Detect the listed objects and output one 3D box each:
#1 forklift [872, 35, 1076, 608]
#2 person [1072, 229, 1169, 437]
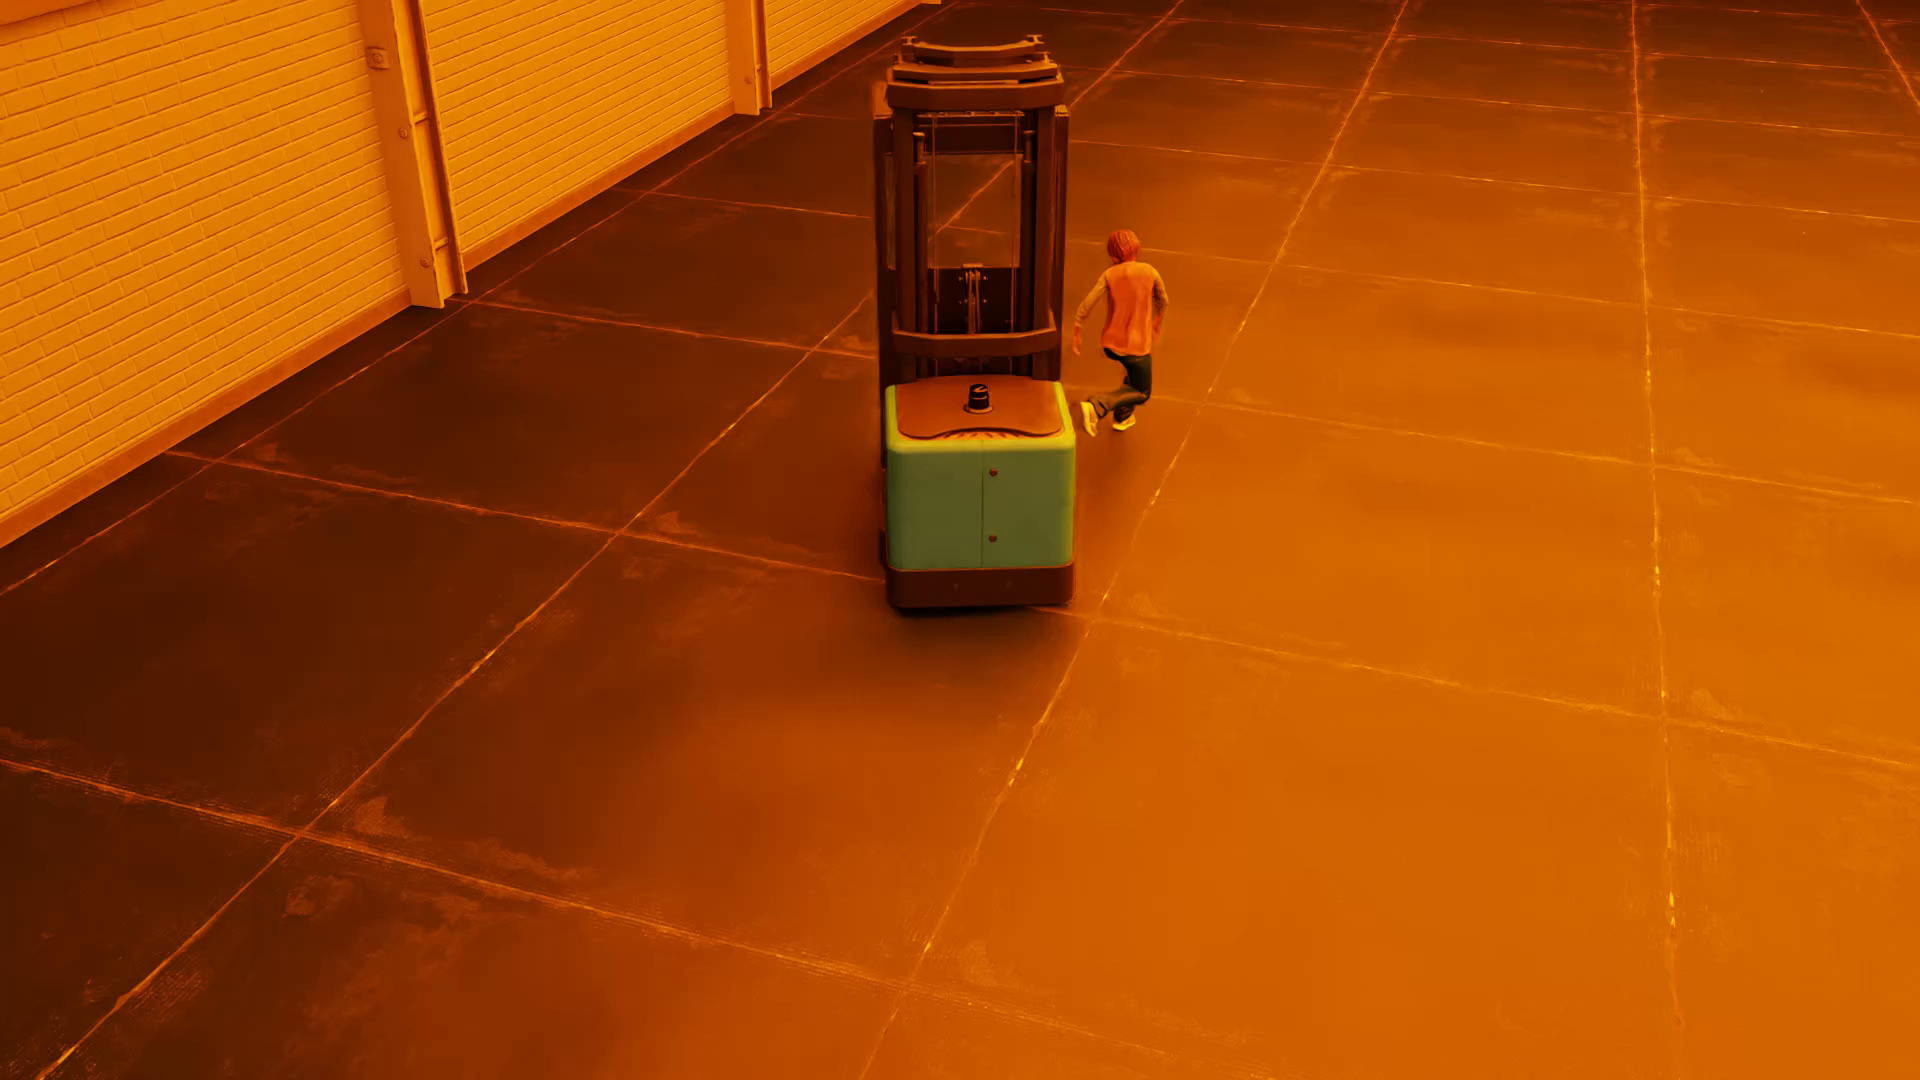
[{"bbox_3d":[0.048,-1.591,9.928,1.130,2.935,3.031,-1,30,-2],"label":"forklift"},{"bbox_3d":[1.037,-1.351,11.085,0.542,1.400,0.751,20,35,31],"label":"person"}]
